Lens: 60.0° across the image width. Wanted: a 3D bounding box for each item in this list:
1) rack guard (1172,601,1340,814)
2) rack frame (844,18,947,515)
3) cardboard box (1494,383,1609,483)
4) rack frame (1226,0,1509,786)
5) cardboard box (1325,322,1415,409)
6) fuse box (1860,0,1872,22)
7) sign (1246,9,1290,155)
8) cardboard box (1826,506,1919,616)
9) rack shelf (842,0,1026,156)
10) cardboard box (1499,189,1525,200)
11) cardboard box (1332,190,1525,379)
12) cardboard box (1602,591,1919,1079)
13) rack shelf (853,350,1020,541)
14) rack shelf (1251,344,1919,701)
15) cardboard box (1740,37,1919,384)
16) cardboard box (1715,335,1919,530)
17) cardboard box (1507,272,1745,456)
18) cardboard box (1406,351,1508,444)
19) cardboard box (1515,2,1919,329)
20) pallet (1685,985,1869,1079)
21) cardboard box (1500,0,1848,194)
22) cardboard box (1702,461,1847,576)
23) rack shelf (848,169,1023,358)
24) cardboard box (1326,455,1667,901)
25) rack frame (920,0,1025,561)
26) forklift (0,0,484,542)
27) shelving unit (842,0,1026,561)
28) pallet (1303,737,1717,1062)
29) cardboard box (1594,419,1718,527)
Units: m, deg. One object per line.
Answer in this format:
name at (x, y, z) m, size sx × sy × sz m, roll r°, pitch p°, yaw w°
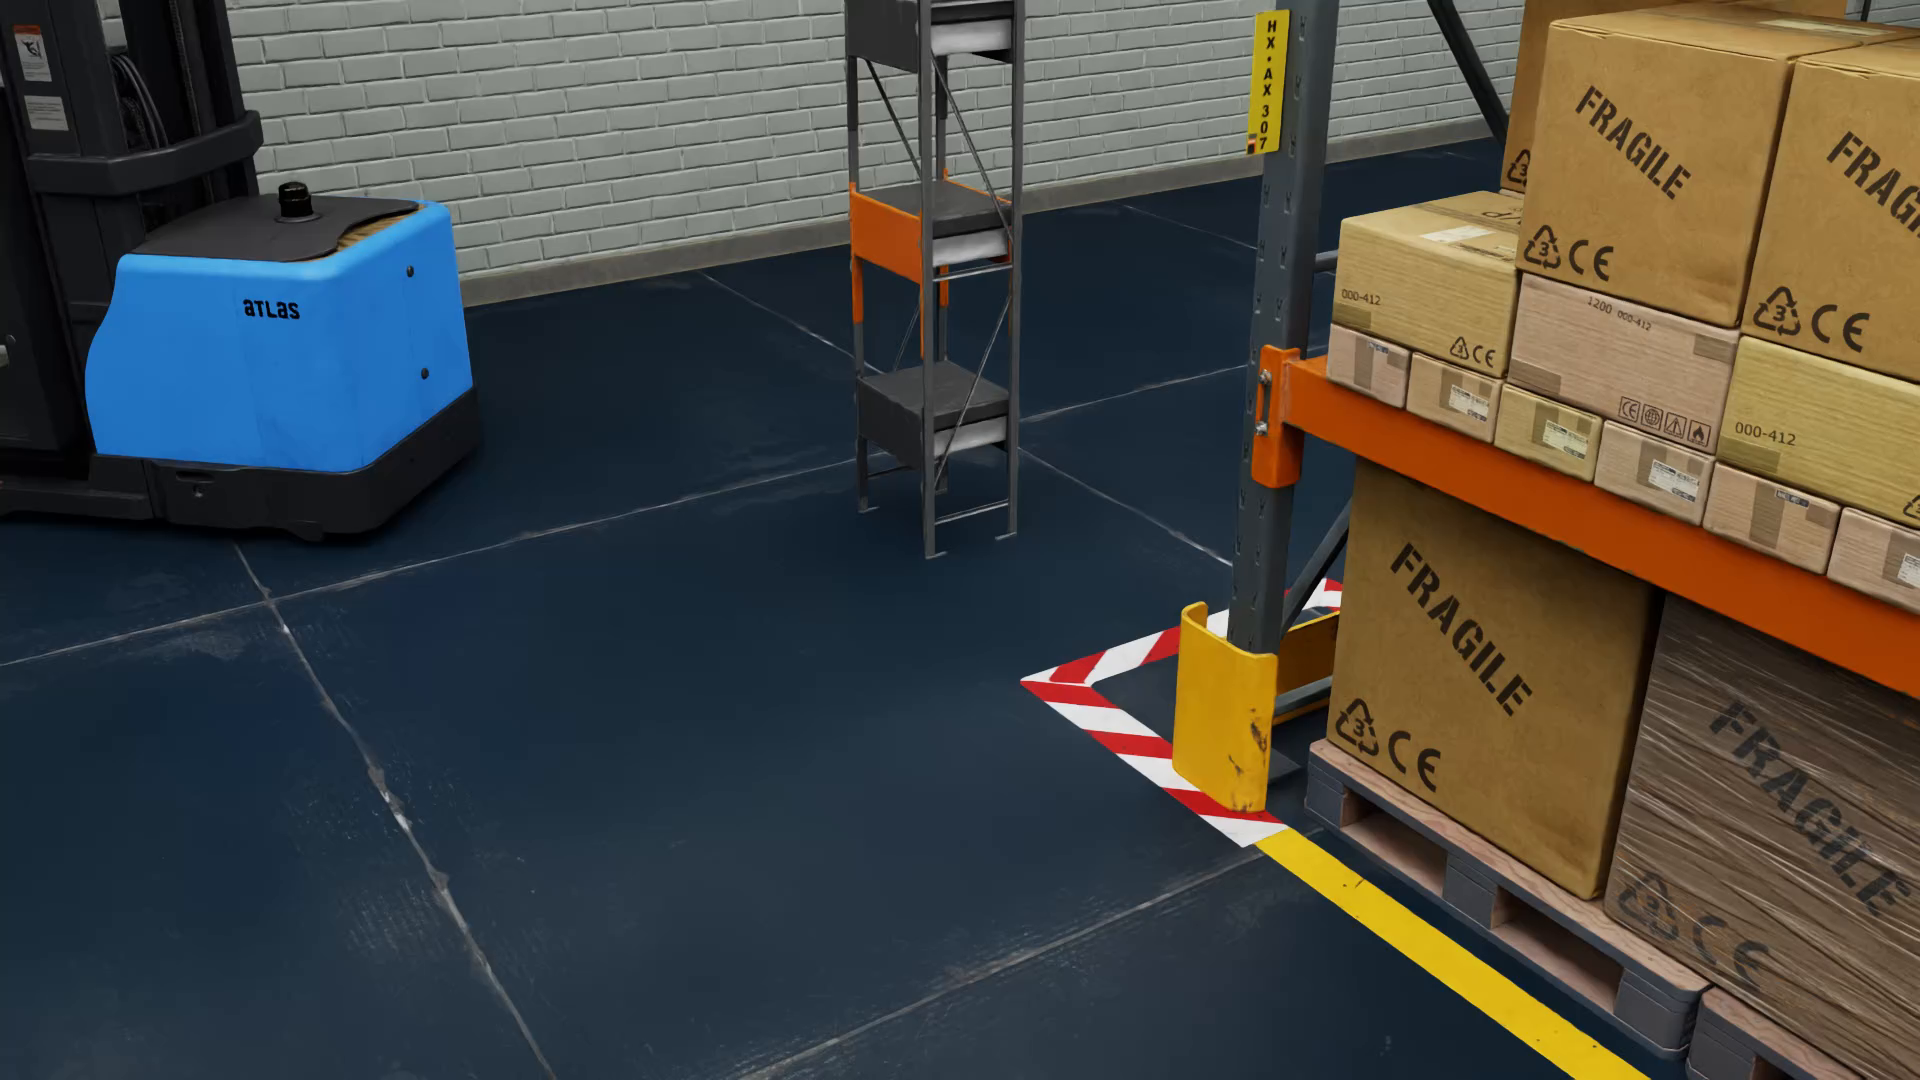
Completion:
rack guard at (1.177, 0.350, 4.922) m, size 1.175 × 0.500 × 0.348 m, roll -16°, pitch 29°, yaw -30°
rack frame at (-0.224, -1.096, 6.112) m, size 0.400 × 2.100 × 0.015 m, roll -16°, pitch 29°, yaw -30°
cardboard box at (1.388, -0.271, 3.605) m, size 0.380 × 0.149 × 0.250 m, roll -16°, pitch 30°, yaw -31°
rack frame at (1.190, -0.772, 4.371) m, size 1.000 × 3.000 × 0.127 m, roll -16°, pitch 29°, yaw -30°
cardboard box at (1.107, -0.454, 3.992) m, size 0.380 × 0.149 × 0.250 m, roll -15°, pitch 29°, yaw -29°
fuse box at (8.235, -4.947, 14.725) m, size 0.539 × 1.711 × 0.414 m, roll -16°, pitch 29°, yaw -30°
sign at (0.721, -1.072, 3.899) m, size 0.100 × 0.325 × 0.005 m, roll -16°, pitch 29°, yaw -30°
cardboard box at (1.811, 0.005, 3.019) m, size 0.380 × 0.149 × 0.250 m, roll -16°, pitch 30°, yaw -30°
rack shelf at (-0.090, -1.629, 5.634) m, size 0.431 × 0.518 × 0.480 m, roll -16°, pitch 29°, yaw -30°
cardboard box at (1.677, -0.727, 4.103) m, size 0.500 × 0.250 × 0.500 m, roll -16°, pitch 30°, yaw -30°
cardboard box at (1.226, -0.604, 3.842) m, size 0.500 × 0.250 × 0.500 m, roll -16°, pitch 30°, yaw -31°
cardboard box at (2.103, 0.535, 3.600) m, size 0.875 × 0.875 × 0.875 m, roll -16°, pitch 29°, yaw -30°
rack shelf at (-0.090, -0.363, 6.232) m, size 0.431 × 0.518 × 0.480 m, roll -16°, pitch 29°, yaw -30°
rack shelf at (2.282, 0.269, 3.009) m, size 1.077 × 0.370 × 4.000 m, roll -16°, pitch 29°, yaw -30°
cardboard box at (1.786, -0.580, 2.914) m, size 0.500 × 0.500 × 0.500 m, roll -16°, pitch 30°, yaw -31°
cardboard box at (1.786, -0.239, 3.069) m, size 0.500 × 0.250 × 0.500 m, roll -17°, pitch 30°, yaw -31°
cardboard box at (1.515, -0.419, 3.452) m, size 0.500 × 0.250 × 0.500 m, roll -16°, pitch 30°, yaw -30°
cardboard box at (1.248, -0.363, 3.799) m, size 0.380 × 0.149 × 0.250 m, roll -16°, pitch 30°, yaw -30°
cardboard box at (1.498, -0.764, 3.303) m, size 0.500 × 0.500 × 0.500 m, roll -16°, pitch 30°, yaw -31°
pallet at (2.354, 1.193, 3.475) m, size 1.003 × 0.211 × 1.213 m, roll -16°, pitch 29°, yaw -30°
cardboard box at (1.676, -1.064, 3.940) m, size 0.500 × 0.500 × 0.500 m, roll -15°, pitch 29°, yaw -29°
cardboard box at (1.670, -0.087, 3.215) m, size 0.380 × 0.149 × 0.250 m, roll -16°, pitch 30°, yaw -31°
rack shelf at (-0.090, -0.996, 5.933) m, size 0.431 × 0.518 × 0.480 m, roll -16°, pitch 29°, yaw -30°
cardboard box at (1.606, 0.210, 4.289) m, size 0.875 × 0.875 × 0.875 m, roll -16°, pitch 29°, yaw -30°
rack frame at (0.043, -0.921, 5.742) m, size 0.400 × 2.100 × 0.015 m, roll -16°, pitch 29°, yaw -30°
forklift at (-3.566, -1.616, 6.240) m, size 3.031 × 2.935 × 1.130 m, roll 5°, pitch 26°, yaw 10°
shelving unit at (-0.090, -1.009, 5.927) m, size 0.431 × 2.100 × 0.503 m, roll -16°, pitch 29°, yaw -30°
pallet at (1.692, 0.757, 4.399) m, size 1.003 × 0.211 × 1.213 m, roll -16°, pitch 29°, yaw -30°
cardboard box at (1.532, -0.178, 3.408) m, size 0.380 × 0.149 × 0.250 m, roll -16°, pitch 30°, yaw -30°
